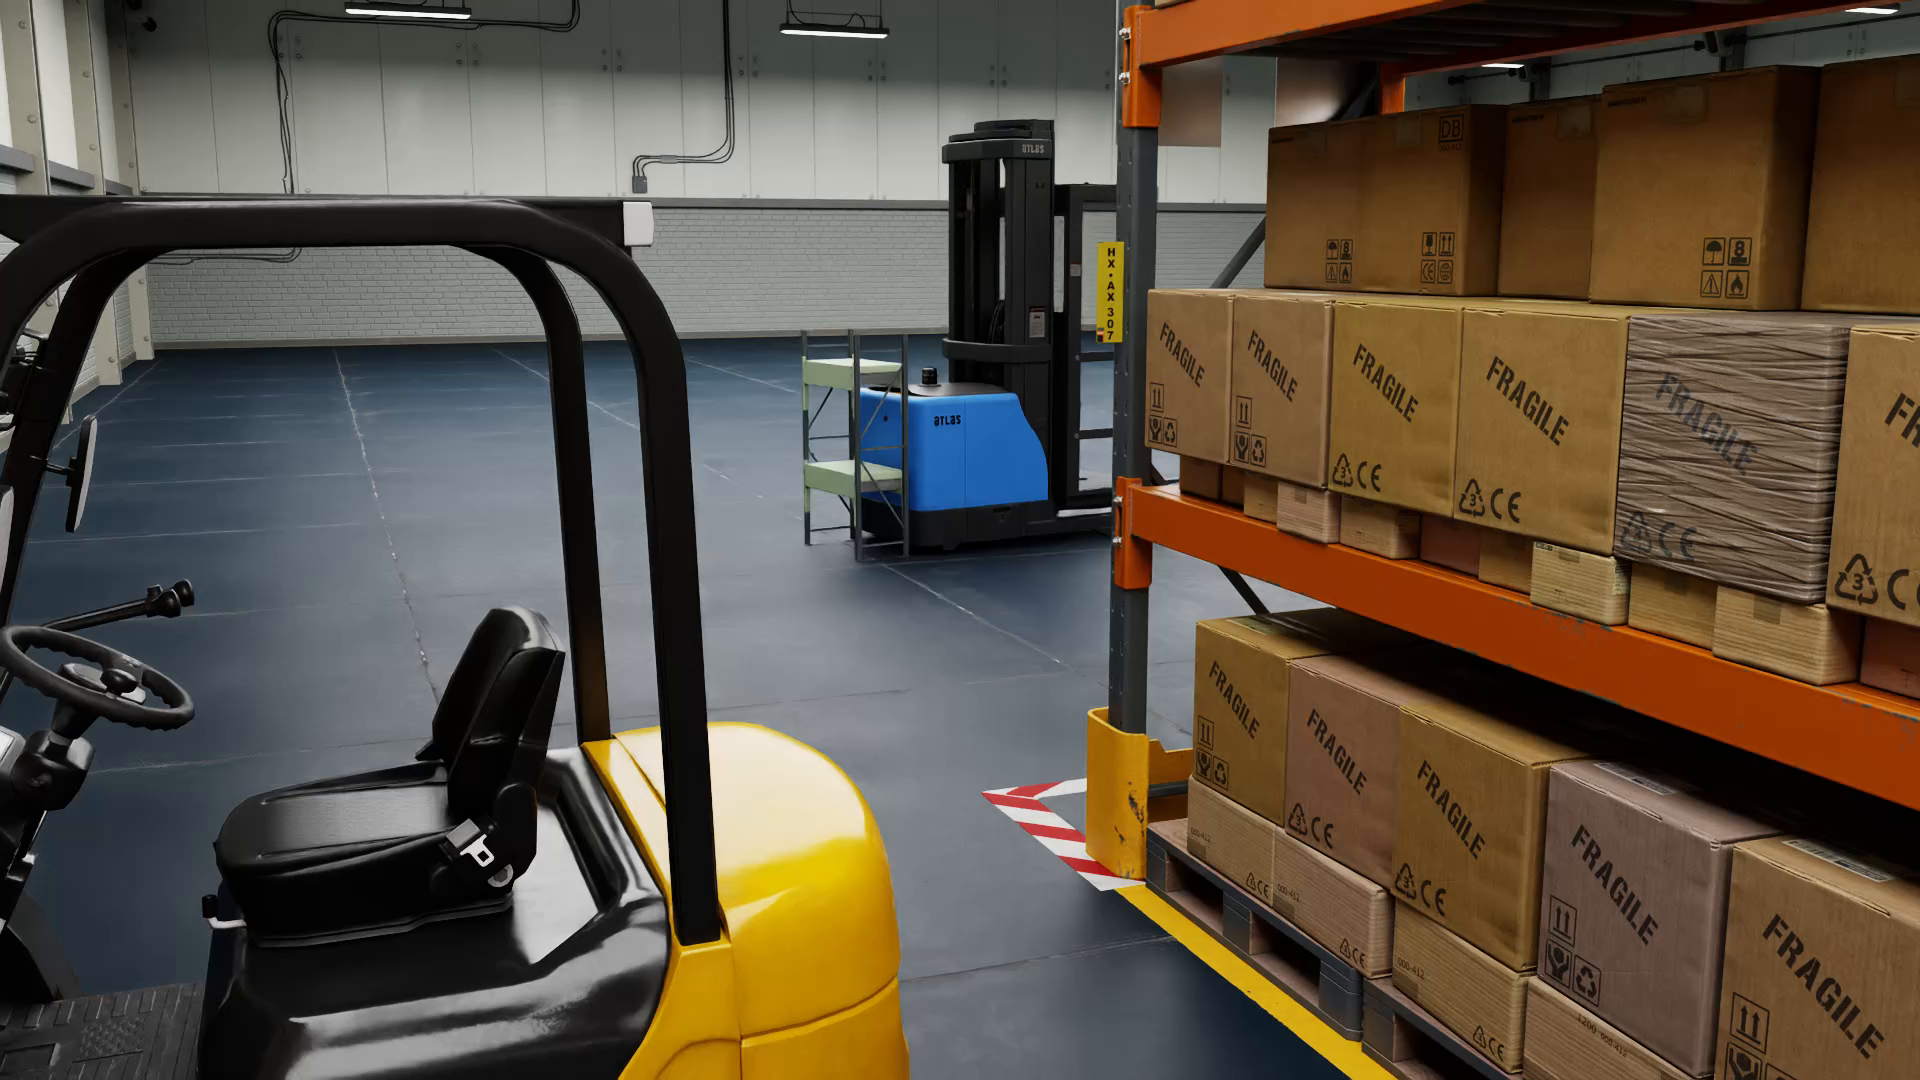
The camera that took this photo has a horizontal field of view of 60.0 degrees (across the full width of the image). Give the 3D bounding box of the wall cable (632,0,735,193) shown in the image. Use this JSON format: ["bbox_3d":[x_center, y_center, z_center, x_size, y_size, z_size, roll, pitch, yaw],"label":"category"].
[{"bbox_3d":[-6.066,-10.620,36.220,2.305,6.003,0.169,-4,11,-21],"label":"wall cable"}]

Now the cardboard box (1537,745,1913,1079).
[{"bbox_3d":[1.612,0.768,3.550,0.500,0.500,0.500,-3,11,-18],"label":"cardboard box"}]

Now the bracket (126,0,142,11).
[{"bbox_3d":[-14.603,-9.508,29.401,0.235,0.232,0.430,-4,11,-21],"label":"bracket"}]

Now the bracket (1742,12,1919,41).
[{"bbox_3d":[17.202,-10.062,32.516,0.076,0.066,4.783,-4,11,-21],"label":"bracket"}]

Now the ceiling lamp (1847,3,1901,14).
[{"bbox_3d":[14.353,-10.222,27.022,2.000,3.185,0.800,-4,11,-21],"label":"ceiling lamp"}]

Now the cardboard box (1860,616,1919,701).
[{"bbox_3d":[1.852,0.197,2.966,0.380,0.149,0.250,-4,11,-22],"label":"cardboard box"}]

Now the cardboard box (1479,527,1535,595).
[{"bbox_3d":[1.449,0.032,3.891,0.380,0.149,0.250,-4,11,-22],"label":"cardboard box"}]

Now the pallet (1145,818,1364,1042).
[{"bbox_3d":[1.288,1.103,5.118,1.003,0.211,1.213,-4,11,-21],"label":"pallet"}]

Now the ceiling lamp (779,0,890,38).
[{"bbox_3d":[-2.370,-10.795,30.244,2.000,3.185,0.800,-4,11,-21],"label":"ceiling lamp"}]

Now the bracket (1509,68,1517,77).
[{"bbox_3d":[13.793,-11.598,41.147,0.235,0.232,0.430,-4,11,-21],"label":"bracket"}]

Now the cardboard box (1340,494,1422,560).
[{"bbox_3d":[1.229,-0.052,4.364,0.380,0.149,0.250,-4,11,-19],"label":"cardboard box"}]

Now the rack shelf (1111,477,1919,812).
[{"bbox_3d":[1.724,0.263,3.929,1.077,0.370,4.000,-4,11,-21],"label":"rack shelf"}]

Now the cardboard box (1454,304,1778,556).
[{"bbox_3d":[1.481,-0.268,3.728,0.500,0.500,0.500,-4,11,-22],"label":"cardboard box"}]

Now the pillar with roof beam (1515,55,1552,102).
[{"bbox_3d":[10.262,-9.507,39.673,9.100,9.000,0.548,-4,11,-21],"label":"pillar with roof beam"}]

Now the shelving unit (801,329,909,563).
[{"bbox_3d":[-0.720,-0.662,11.360,0.431,1.500,0.755,-6,12,-32],"label":"shelving unit"}]

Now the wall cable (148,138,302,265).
[{"bbox_3d":[-14.920,-6.817,33.417,3.097,2.526,0.112,-4,11,-21],"label":"wall cable"}]

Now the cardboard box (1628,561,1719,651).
[{"bbox_3d":[1.612,0.117,3.416,0.380,0.149,0.250,-4,11,-22],"label":"cardboard box"}]

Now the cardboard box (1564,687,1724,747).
[{"bbox_3d":[1.901,0.642,4.254,0.500,0.500,0.500,-4,11,-22],"label":"cardboard box"}]

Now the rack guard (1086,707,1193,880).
[{"bbox_3d":[1.027,0.826,5.851,1.175,0.500,0.348,-4,11,-21],"label":"rack guard"}]

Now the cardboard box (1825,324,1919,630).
[{"bbox_3d":[1.863,-0.100,2.785,0.500,0.500,0.500,-4,11,-19],"label":"cardboard box"}]

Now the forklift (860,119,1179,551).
[{"bbox_3d":[0.731,-1.540,12.207,3.031,2.935,1.130,-6,12,-32],"label":"forklift"}]

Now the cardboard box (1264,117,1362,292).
[{"bbox_3d":[1.388,-1.036,5.188,0.700,0.500,0.500,-4,11,-22],"label":"cardboard box"}]

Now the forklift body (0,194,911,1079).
[{"bbox_3d":[-1.238,0.510,2.912,2.313,2.155,1.214,-4,11,-21],"label":"forklift body"}]

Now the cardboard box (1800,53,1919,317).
[{"bbox_3d":[2.170,-0.706,3.337,0.700,0.500,0.500,-4,11,-22],"label":"cardboard box"}]

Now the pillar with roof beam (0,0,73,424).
[{"bbox_3d":[-6.724,-6.096,20.494,9.100,9.000,0.400,-4,11,-21],"label":"pillar with roof beam"}]

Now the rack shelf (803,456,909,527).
[{"bbox_3d":[-0.720,-0.341,11.417,0.431,0.370,0.720,-6,12,-32],"label":"rack shelf"}]

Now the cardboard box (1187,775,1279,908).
[{"bbox_3d":[1.034,0.879,5.067,0.500,0.250,0.500,-4,11,-21],"label":"cardboard box"}]

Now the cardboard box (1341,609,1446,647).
[{"bbox_3d":[1.533,0.475,5.198,0.500,0.500,0.500,-4,11,-21],"label":"cardboard box"}]

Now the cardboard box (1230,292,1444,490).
[{"bbox_3d":[1.103,-0.434,4.659,0.500,0.500,0.500,-4,11,-19],"label":"cardboard box"}]

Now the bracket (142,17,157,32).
[{"bbox_3d":[-15.763,-10.031,32.337,0.235,0.232,0.430,-4,11,-21],"label":"bracket"}]

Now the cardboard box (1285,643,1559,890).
[{"bbox_3d":[1.237,0.599,4.501,0.500,0.500,0.500,-4,11,-23],"label":"cardboard box"}]

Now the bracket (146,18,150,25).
[{"bbox_3d":[-15.549,-9.934,31.795,0.076,0.066,3.189,-4,11,-21],"label":"bracket"}]

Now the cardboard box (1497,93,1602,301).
[{"bbox_3d":[1.845,-0.876,4.290,0.700,0.500,0.500,-4,11,-22],"label":"cardboard box"}]

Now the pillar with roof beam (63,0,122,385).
[{"bbox_3d":[-8.898,-7.075,26.000,9.100,9.000,0.548,-4,11,-21],"label":"pillar with roof beam"}]

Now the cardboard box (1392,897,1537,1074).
[{"bbox_3d":[1.421,1.051,4.099,0.500,0.250,0.500,-3,11,-17],"label":"cardboard box"}]

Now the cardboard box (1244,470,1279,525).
[{"bbox_3d":[1.055,-0.136,4.839,0.380,0.149,0.250,-4,11,-23],"label":"cardboard box"}]

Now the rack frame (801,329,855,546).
[{"bbox_3d":[-0.919,-0.716,11.663,0.400,1.500,0.023,-6,12,-32],"label":"rack frame"}]

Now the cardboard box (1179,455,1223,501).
[{"bbox_3d":[0.929,-0.225,5.338,0.380,0.149,0.250,-4,11,-21],"label":"cardboard box"}]

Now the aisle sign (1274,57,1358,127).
[{"bbox_3d":[1.247,-1.726,5.634,0.394,0.787,0.004,-4,11,-21],"label":"aisle sign"}]

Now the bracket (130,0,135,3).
[{"bbox_3d":[-13.670,-9.088,27.036,0.076,0.066,4.783,-4,11,-21],"label":"bracket"}]
